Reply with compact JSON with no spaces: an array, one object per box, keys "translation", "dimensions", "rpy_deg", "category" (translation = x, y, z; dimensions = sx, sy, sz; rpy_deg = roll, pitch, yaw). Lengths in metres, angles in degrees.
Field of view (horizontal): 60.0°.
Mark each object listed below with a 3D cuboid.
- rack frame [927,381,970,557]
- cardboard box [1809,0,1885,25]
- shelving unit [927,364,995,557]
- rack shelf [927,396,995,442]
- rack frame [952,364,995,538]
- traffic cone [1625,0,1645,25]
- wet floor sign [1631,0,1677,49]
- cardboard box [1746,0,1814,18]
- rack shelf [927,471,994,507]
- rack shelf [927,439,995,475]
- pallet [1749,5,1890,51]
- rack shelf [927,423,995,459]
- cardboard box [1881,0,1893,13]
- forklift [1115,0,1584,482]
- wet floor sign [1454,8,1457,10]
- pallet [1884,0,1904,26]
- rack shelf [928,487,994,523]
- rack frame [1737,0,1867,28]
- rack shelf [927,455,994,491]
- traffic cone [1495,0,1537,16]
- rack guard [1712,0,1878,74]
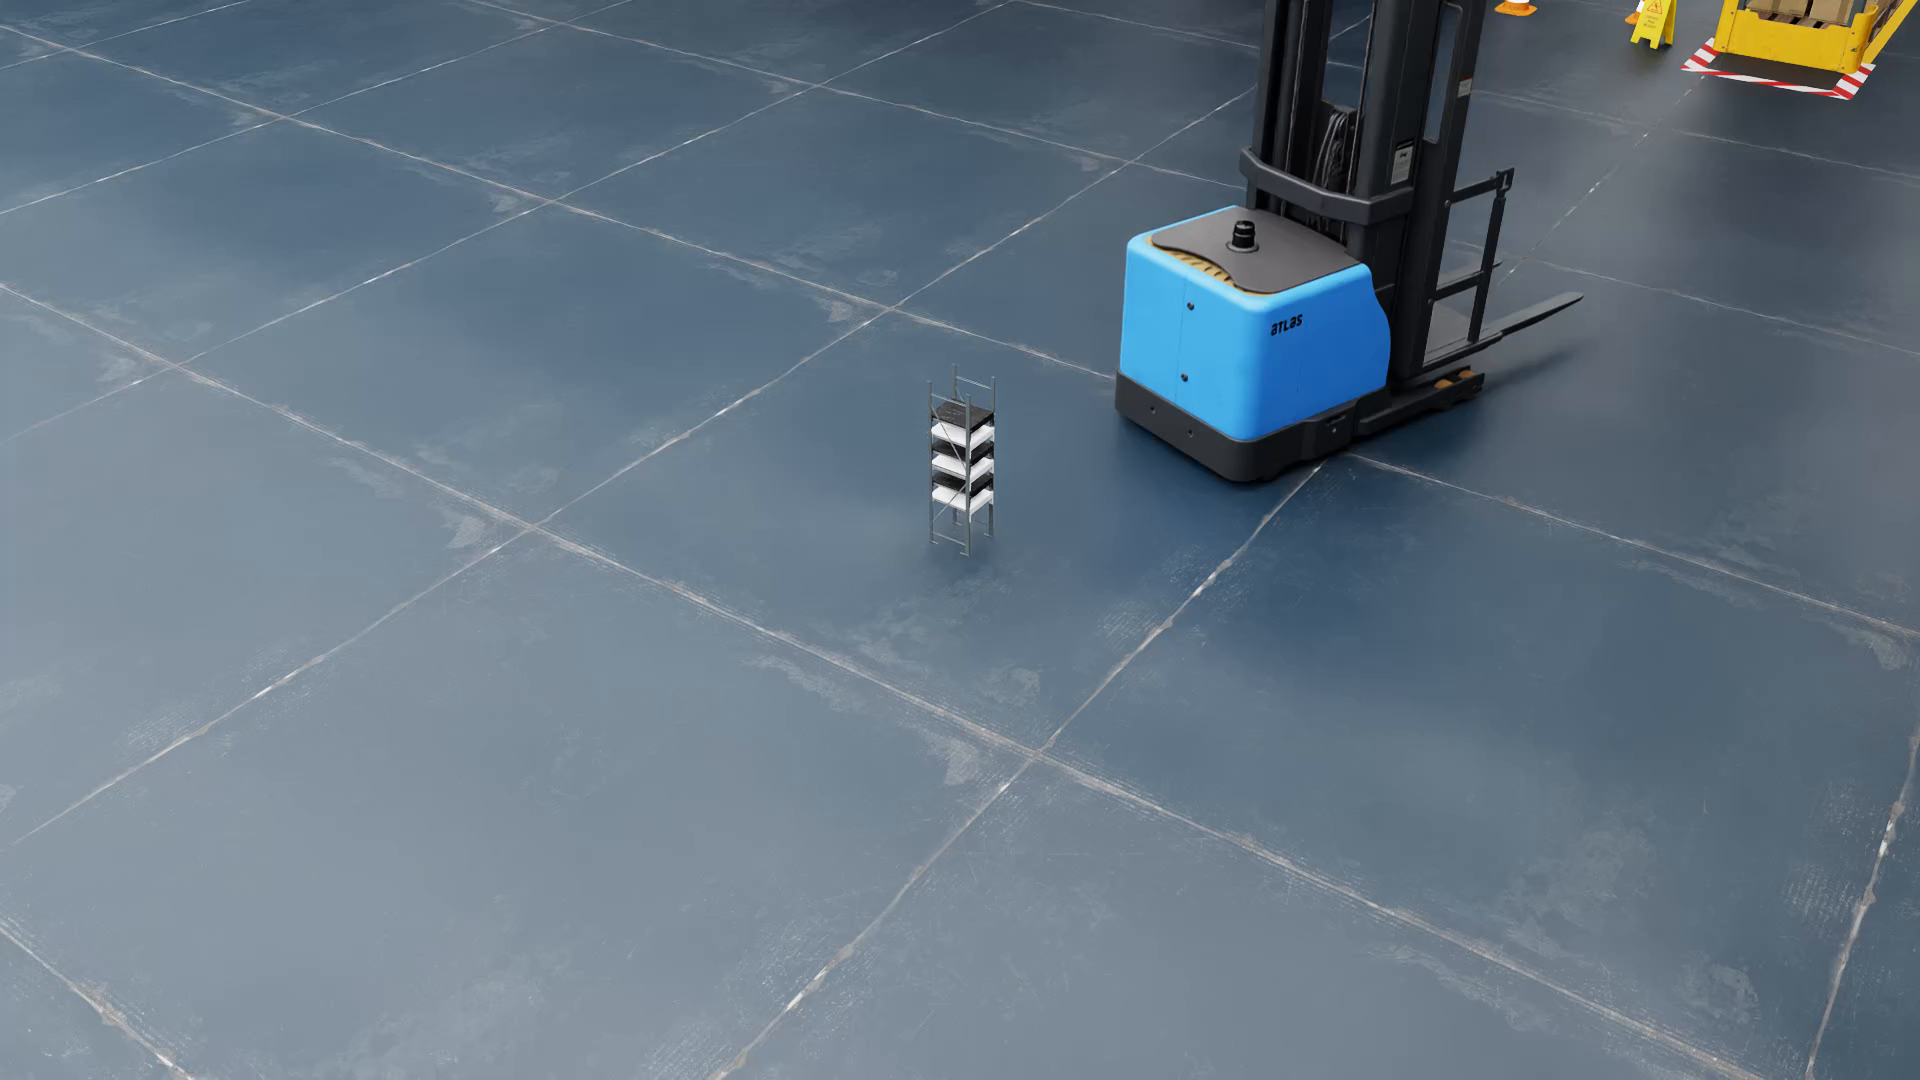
[{"translation":[-0.053,-0.330,7.934],"dimensions":[0.240,0.900,0.006],"rpy_deg":[21,39,28],"category":"rack frame"},{"translation":[7.823,-4.726,14.641],"dimensions":[0.500,0.250,0.500],"rpy_deg":[21,39,28],"category":"cardboard box"},{"translation":[0.005,-0.376,8.003],"dimensions":[0.258,0.900,0.210],"rpy_deg":[21,39,28],"category":"shelving unit"},{"translation":[0.005,-0.573,7.871],"dimensions":[0.258,0.077,0.200],"rpy_deg":[21,39,28],"category":"rack shelf"},{"translation":[0.063,-0.423,8.073],"dimensions":[0.240,0.900,0.006],"rpy_deg":[21,39,28],"category":"rack frame"},{"translation":[6.321,-4.968,15.183],"dimensions":[0.336,0.463,0.334],"rpy_deg":[21,39,28],"category":"traffic cone"},{"translation":[6.148,-4.688,14.606],"dimensions":[0.232,0.644,0.267],"rpy_deg":[-22,40,-29],"category":"wet floor sign"},{"translation":[7.389,-4.912,14.916],"dimensions":[0.500,0.250,0.500],"rpy_deg":[21,39,28],"category":"cardboard box"},{"translation":[0.005,-0.274,8.073],"dimensions":[0.258,0.077,0.200],"rpy_deg":[21,39,28],"category":"rack shelf"},{"translation":[0.005,-0.423,7.972],"dimensions":[0.258,0.077,0.200],"rpy_deg":[21,39,28],"category":"rack shelf"},{"translation":[7.671,-4.651,14.939],"dimensions":[1.003,0.211,1.213],"rpy_deg":[21,39,28],"category":"pallet"},{"translation":[0.005,-0.498,7.921],"dimensions":[0.258,0.077,0.200],"rpy_deg":[21,39,28],"category":"rack shelf"},{"translation":[8.120,-4.959,14.985],"dimensions":[0.500,0.250,0.500],"rpy_deg":[23,40,30],"category":"cardboard box"},{"translation":[2.349,-2.164,8.834],"dimensions":[3.031,2.935,1.130],"rpy_deg":[-22,40,-29],"category":"forklift"},{"translation":[4.622,-5.322,15.544],"dimensions":[0.267,0.644,0.232],"rpy_deg":[14,37,20],"category":"wet floor sign"},{"translation":[8.367,-5.210,15.766],"dimensions":[1.003,0.211,1.213],"rpy_deg":[21,39,28],"category":"pallet"},{"translation":[0.005,-0.200,8.123],"dimensions":[0.258,0.077,0.200],"rpy_deg":[21,39,28],"category":"rack shelf"},{"translation":[7.136,-5.408,13.570],"dimensions":[1.000,3.000,0.127],"rpy_deg":[21,39,28],"category":"rack frame"},{"translation":[0.005,-0.349,8.022],"dimensions":[0.258,0.077,0.200],"rpy_deg":[21,39,28],"category":"rack shelf"},{"translation":[5.215,-5.166,15.476],"dimensions":[0.336,0.463,0.334],"rpy_deg":[21,39,28],"category":"traffic cone"},{"translation":[7.179,-4.408,14.322],"dimensions":[1.175,0.500,0.348],"rpy_deg":[21,39,28],"category":"rack guard"}]
